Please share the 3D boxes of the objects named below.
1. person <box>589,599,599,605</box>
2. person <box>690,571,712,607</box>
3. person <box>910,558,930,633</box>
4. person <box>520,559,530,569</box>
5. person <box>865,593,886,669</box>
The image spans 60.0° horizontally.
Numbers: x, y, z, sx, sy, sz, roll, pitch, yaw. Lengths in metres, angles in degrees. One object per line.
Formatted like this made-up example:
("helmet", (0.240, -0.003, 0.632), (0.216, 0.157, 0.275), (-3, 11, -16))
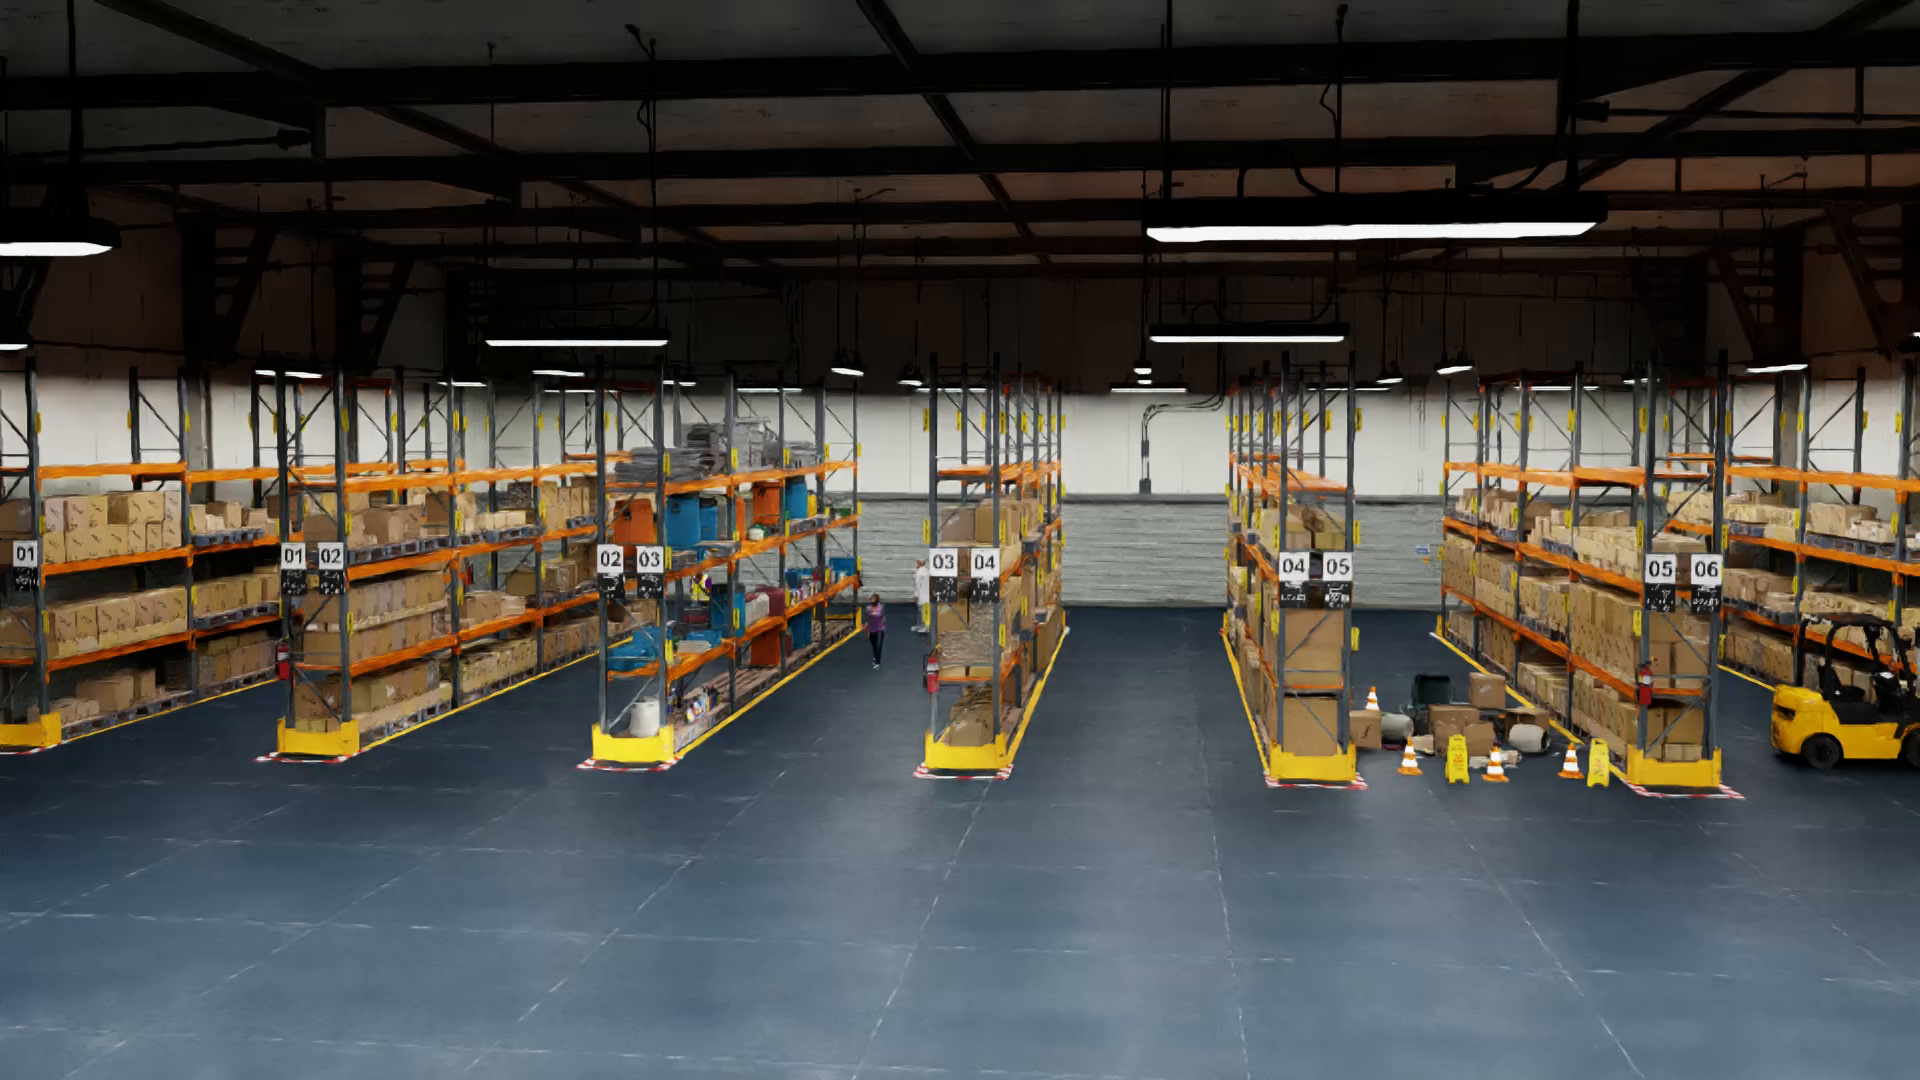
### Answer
("person", (-9.961, 0.913, 45.488), (0.625, 1.753, 0.594), (-2, 5, -28))
("person", (-6.065, 1.394, 38.929), (0.589, 1.716, 1.043), (0, 4, 6))
("person", (-0.928, 1.295, 39.498), (0.629, 1.757, 0.698), (1, 4, 18))
("person", (-10.721, 1.267, 41.236), (0.502, 1.624, 0.988), (0, 4, 6))
("person", (-1.734, 1.830, 33.940), (0.417, 1.517, 1.037), (1, 4, 9))
